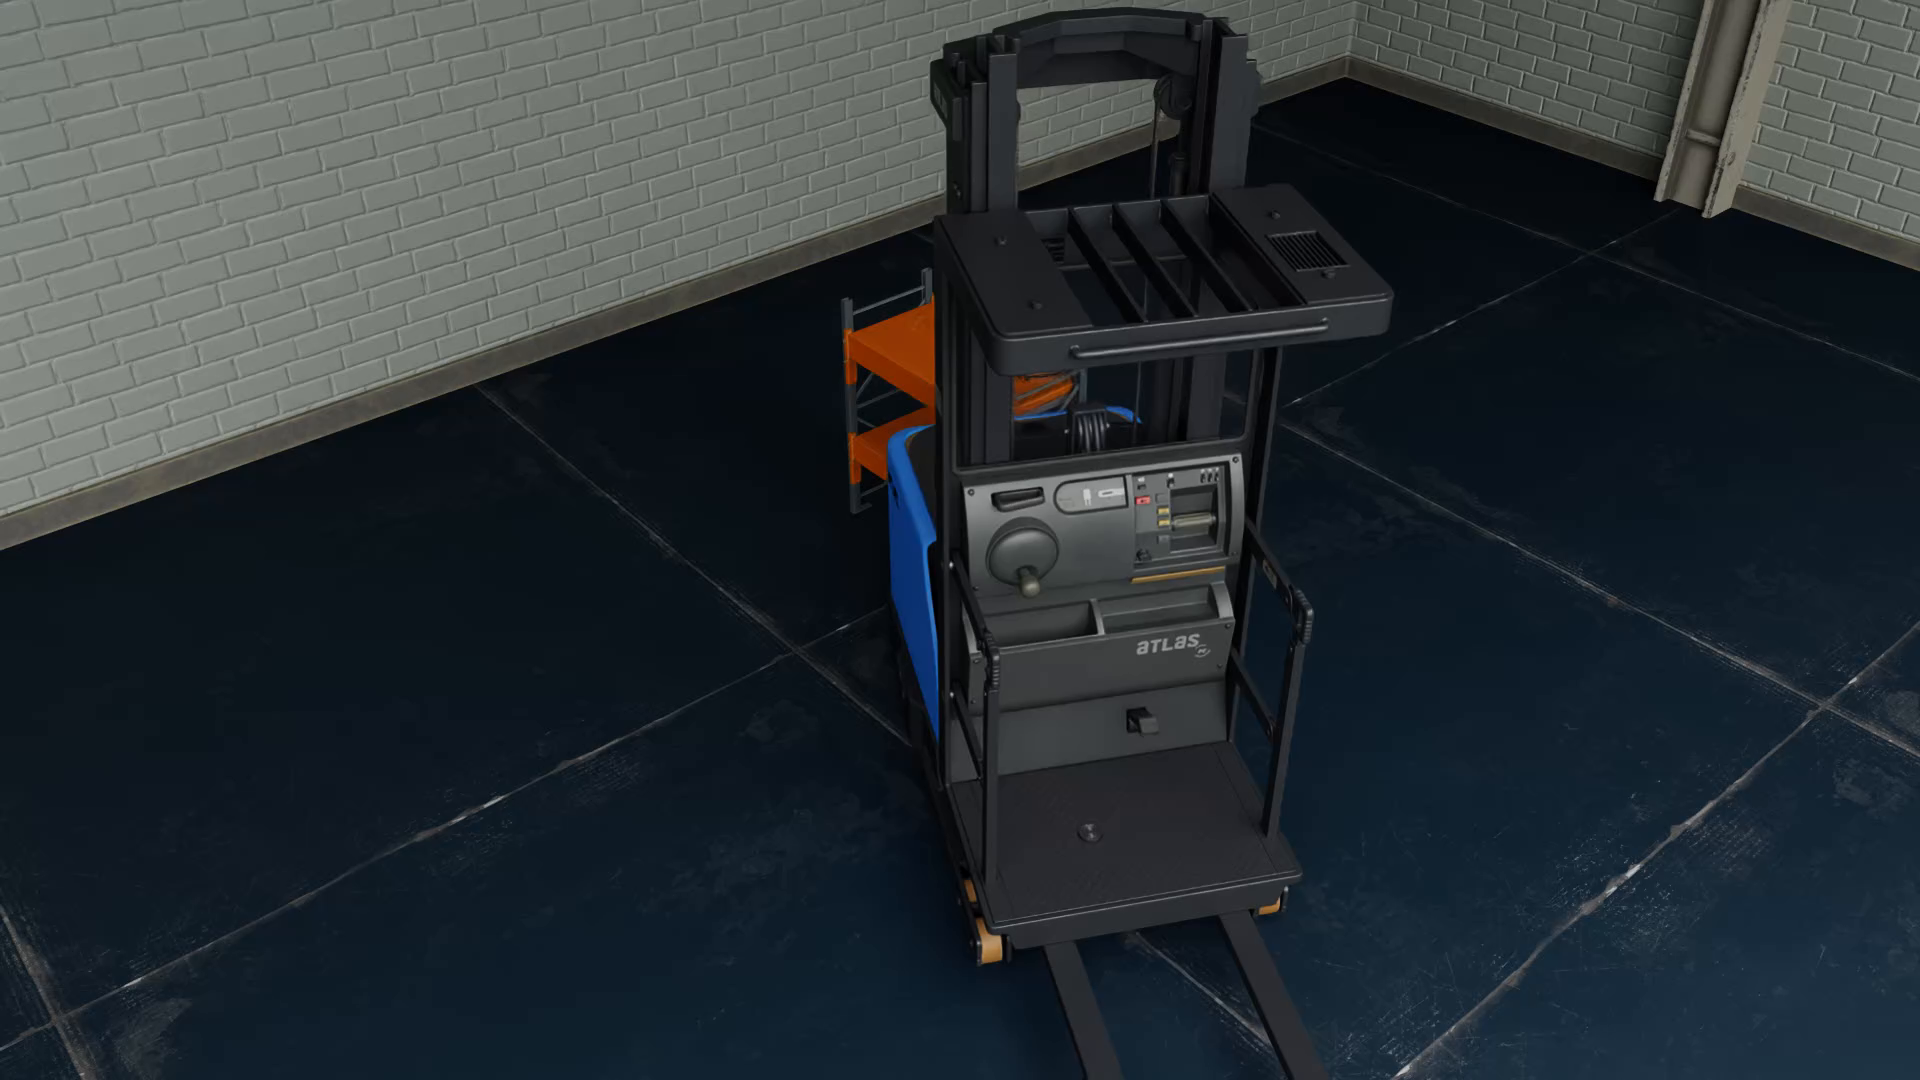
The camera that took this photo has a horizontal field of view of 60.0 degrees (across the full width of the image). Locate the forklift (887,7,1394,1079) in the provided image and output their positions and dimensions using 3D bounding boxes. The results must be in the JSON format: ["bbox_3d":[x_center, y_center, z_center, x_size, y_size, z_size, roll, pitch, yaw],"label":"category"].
[{"bbox_3d":[0.519,0.013,5.195,1.130,2.935,3.031,-7,36,-10],"label":"forklift"}]

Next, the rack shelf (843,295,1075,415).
[{"bbox_3d":[0.004,-0.695,7.252,0.538,0.278,1.000,-26,43,-32],"label":"rack shelf"}]

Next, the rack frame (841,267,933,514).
[{"bbox_3d":[-0.324,-0.681,7.738,0.500,1.125,0.032,-26,43,-32],"label":"rack frame"}]

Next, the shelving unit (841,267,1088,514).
[{"bbox_3d":[0.004,-0.456,7.421,0.538,1.125,1.048,-26,43,-32],"label":"shelving unit"}]

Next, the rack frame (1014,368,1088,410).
[{"bbox_3d":[0.332,-0.232,7.104,0.500,1.125,0.032,-26,43,-32],"label":"rack frame"}]

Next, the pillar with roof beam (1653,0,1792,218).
[{"bbox_3d":[1.500,-4.272,5.997,9.100,9.000,0.400,-26,43,-32],"label":"pillar with roof beam"}]

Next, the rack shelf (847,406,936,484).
[{"bbox_3d":[0.004,-0.257,7.562,0.538,0.278,1.000,-26,43,-32],"label":"rack shelf"}]
